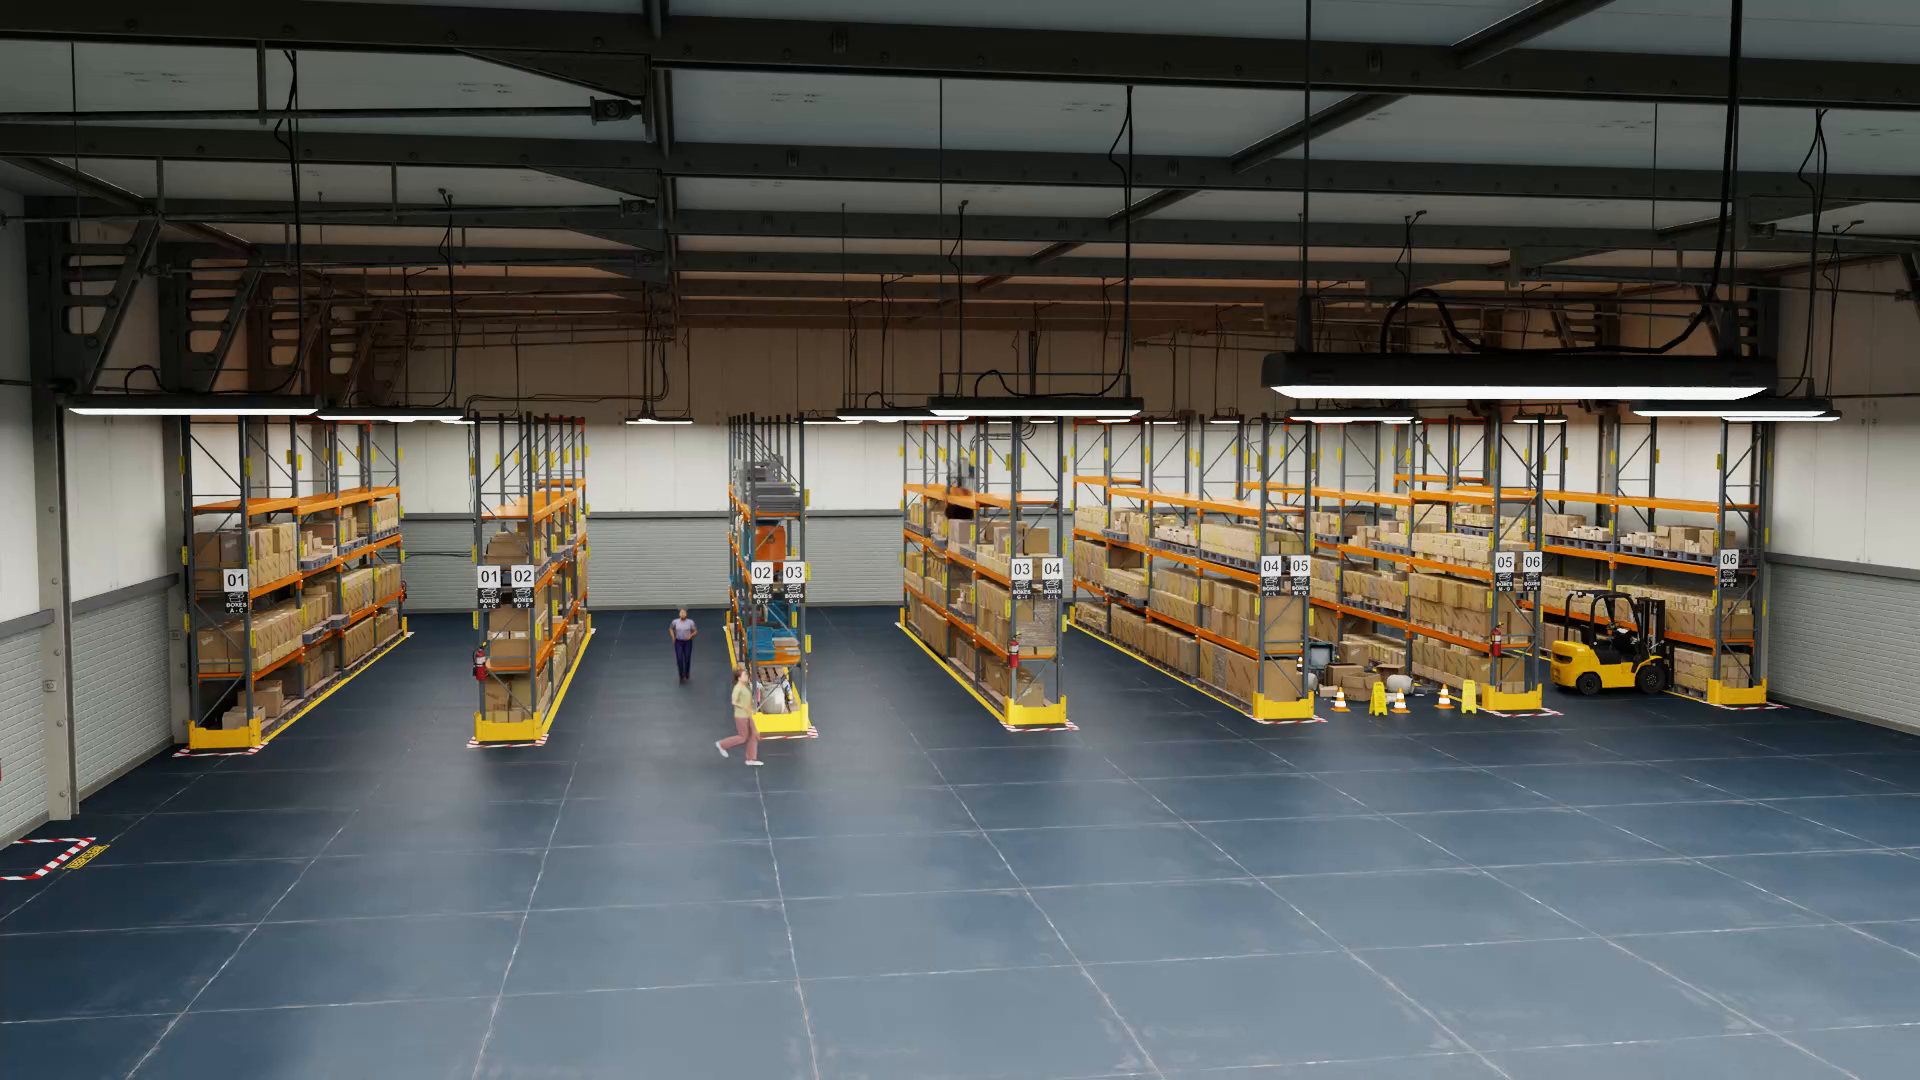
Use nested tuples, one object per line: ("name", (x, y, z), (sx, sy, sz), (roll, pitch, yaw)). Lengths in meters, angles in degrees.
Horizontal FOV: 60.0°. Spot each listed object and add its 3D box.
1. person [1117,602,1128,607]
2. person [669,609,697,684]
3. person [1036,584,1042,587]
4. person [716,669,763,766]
("person", (4.868, 1.527, 49.879), (0.561, 1.608, 0.571), (-1, 4, -15))
("person", (-6.208, 2.358, 37.351), (0.617, 1.649, 0.837), (-1, 4, -12))
("person", (2.262, 1.754, 47.190), (0.610, 1.611, 0.784), (0, 4, -1))
("person", (-3.720, 2.993, 28.134), (0.805, 1.650, 0.580), (1, 4, 8))
